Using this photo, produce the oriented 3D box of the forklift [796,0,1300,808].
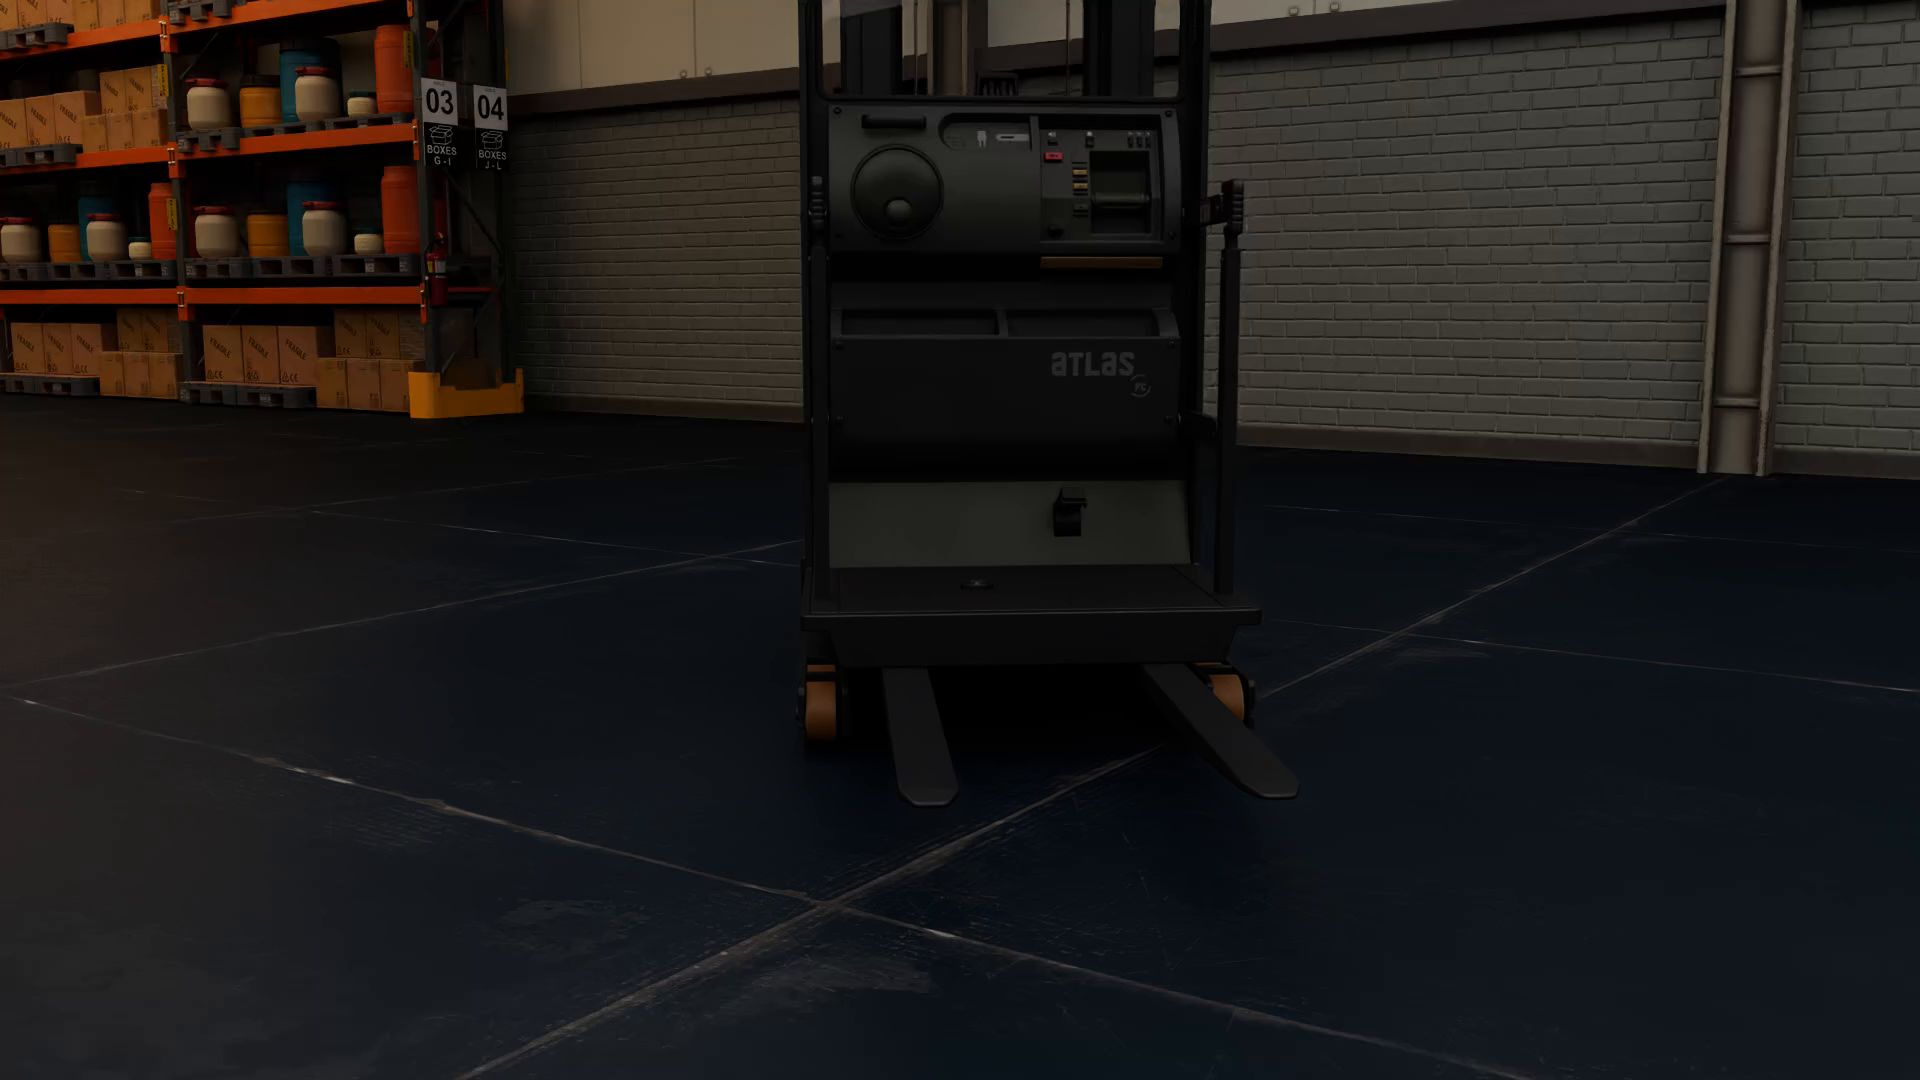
[{"bbox_3d":[0.137,-0.994,4.185,1.130,2.935,3.031,-1,8,-4],"label":"forklift"}]
